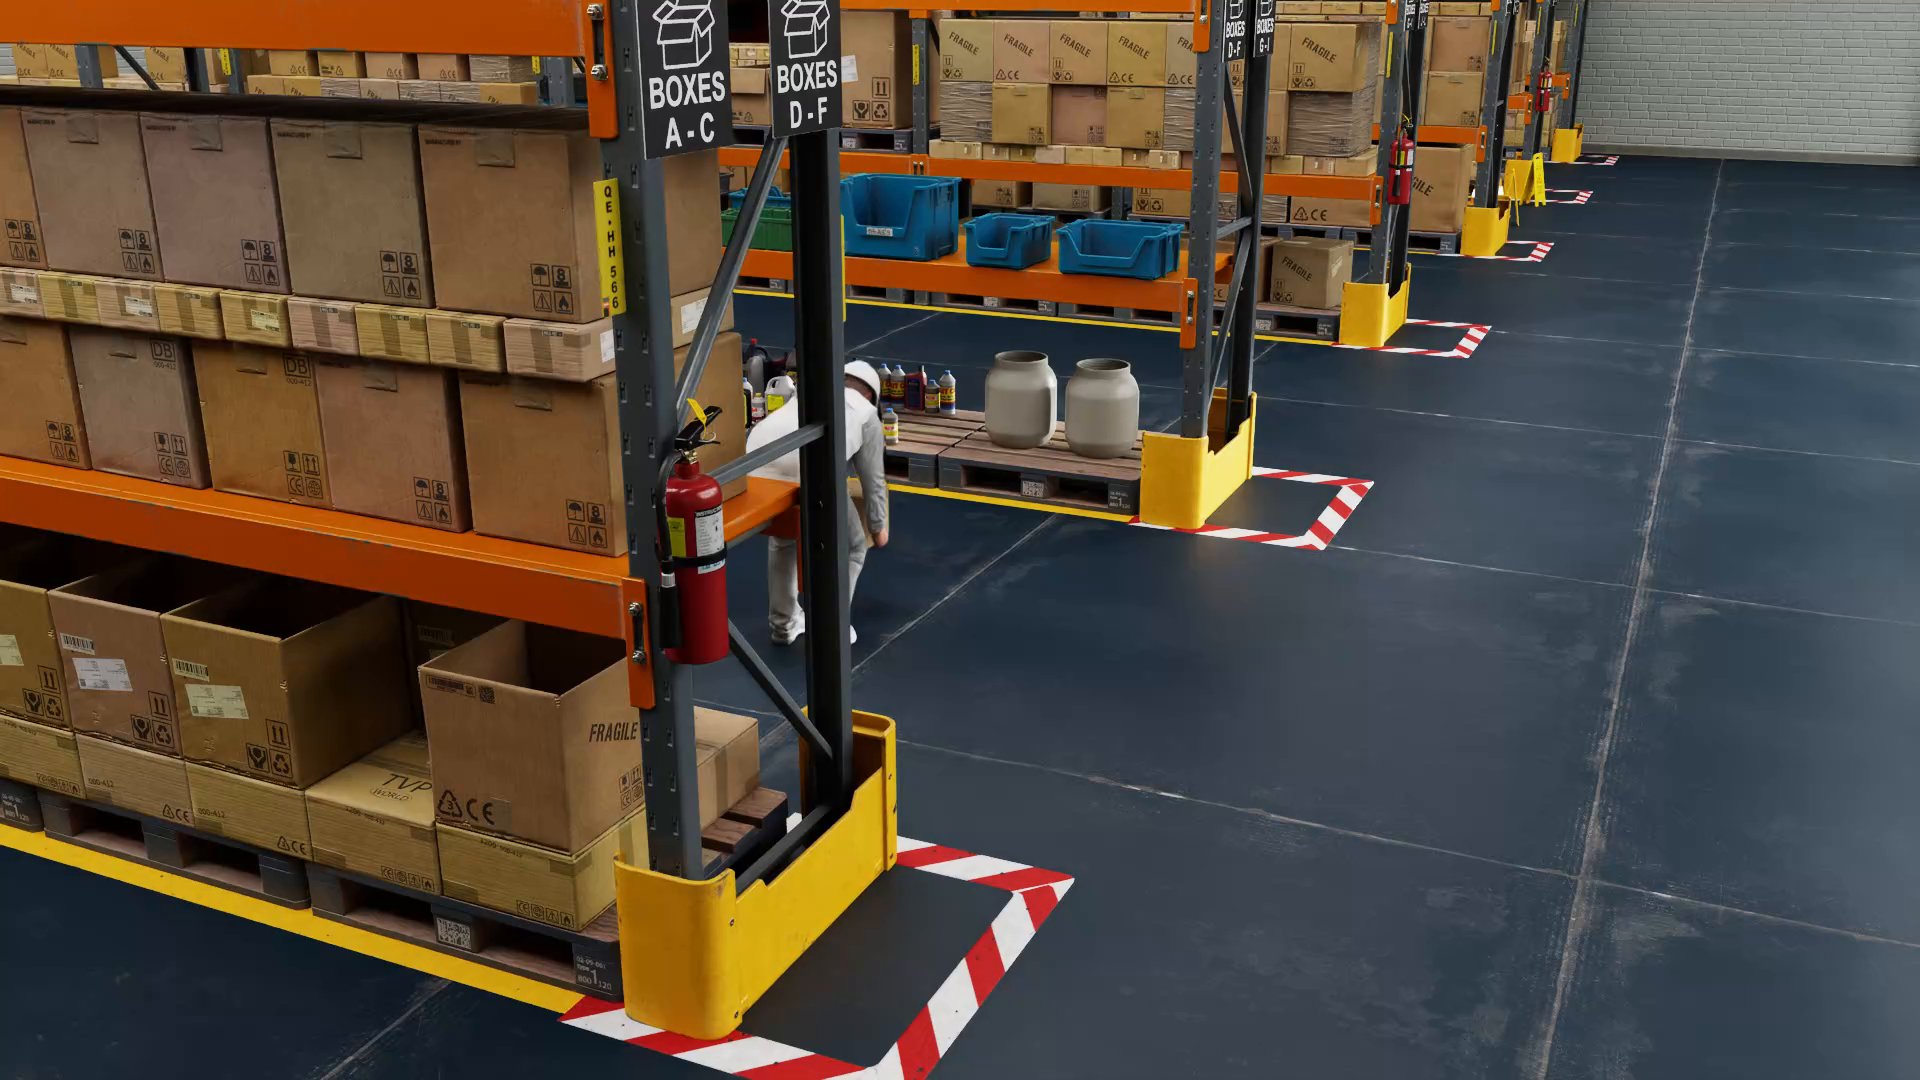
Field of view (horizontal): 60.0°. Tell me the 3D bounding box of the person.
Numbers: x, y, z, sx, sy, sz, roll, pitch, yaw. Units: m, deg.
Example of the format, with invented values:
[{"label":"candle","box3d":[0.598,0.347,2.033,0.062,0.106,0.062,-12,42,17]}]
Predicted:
[{"label":"person","box3d":[-0.599,-0.149,7.414,0.481,1.155,0.988,7,20,20]}]
